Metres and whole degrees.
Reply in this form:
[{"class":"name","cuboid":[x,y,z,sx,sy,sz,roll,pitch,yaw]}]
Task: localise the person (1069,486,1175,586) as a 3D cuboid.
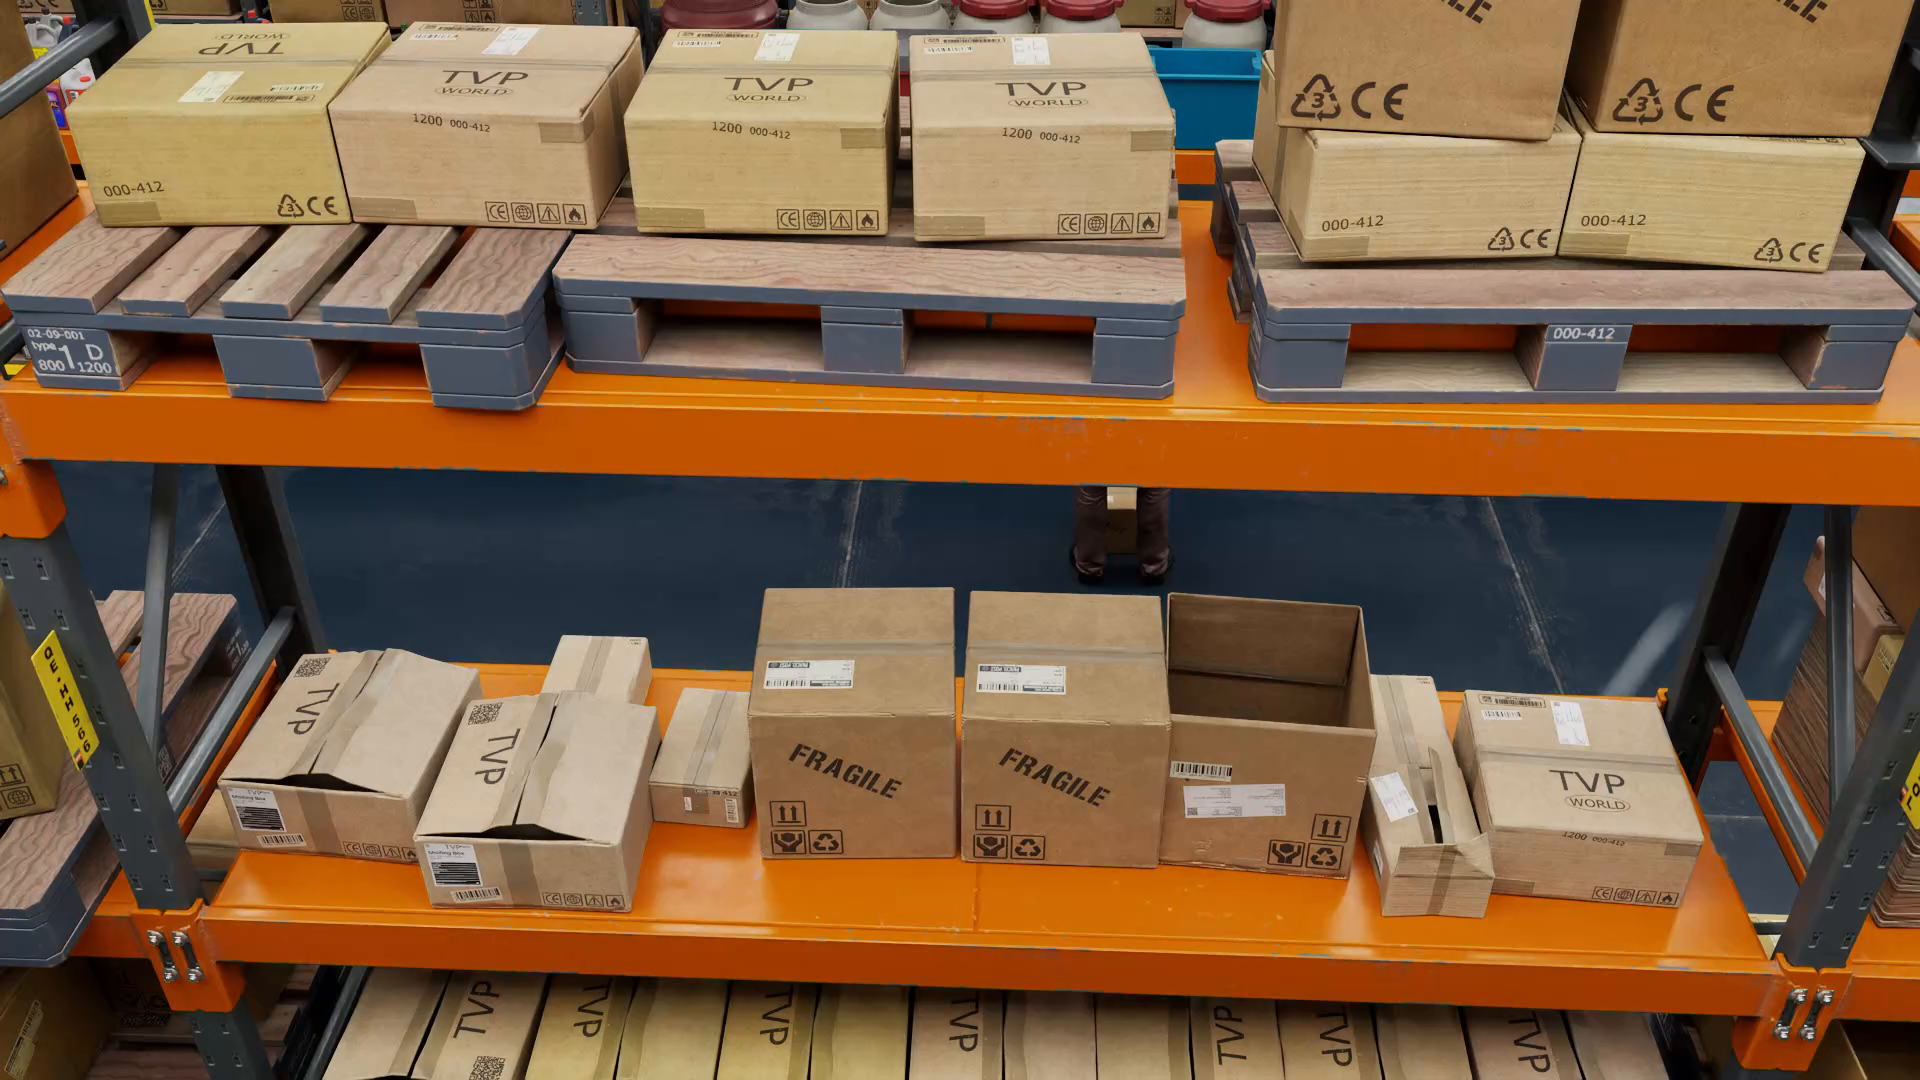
[{"class":"person","cuboid":[0.678,-0.548,6.937,0.593,1.720,0.426,-1,35,-1]}]
